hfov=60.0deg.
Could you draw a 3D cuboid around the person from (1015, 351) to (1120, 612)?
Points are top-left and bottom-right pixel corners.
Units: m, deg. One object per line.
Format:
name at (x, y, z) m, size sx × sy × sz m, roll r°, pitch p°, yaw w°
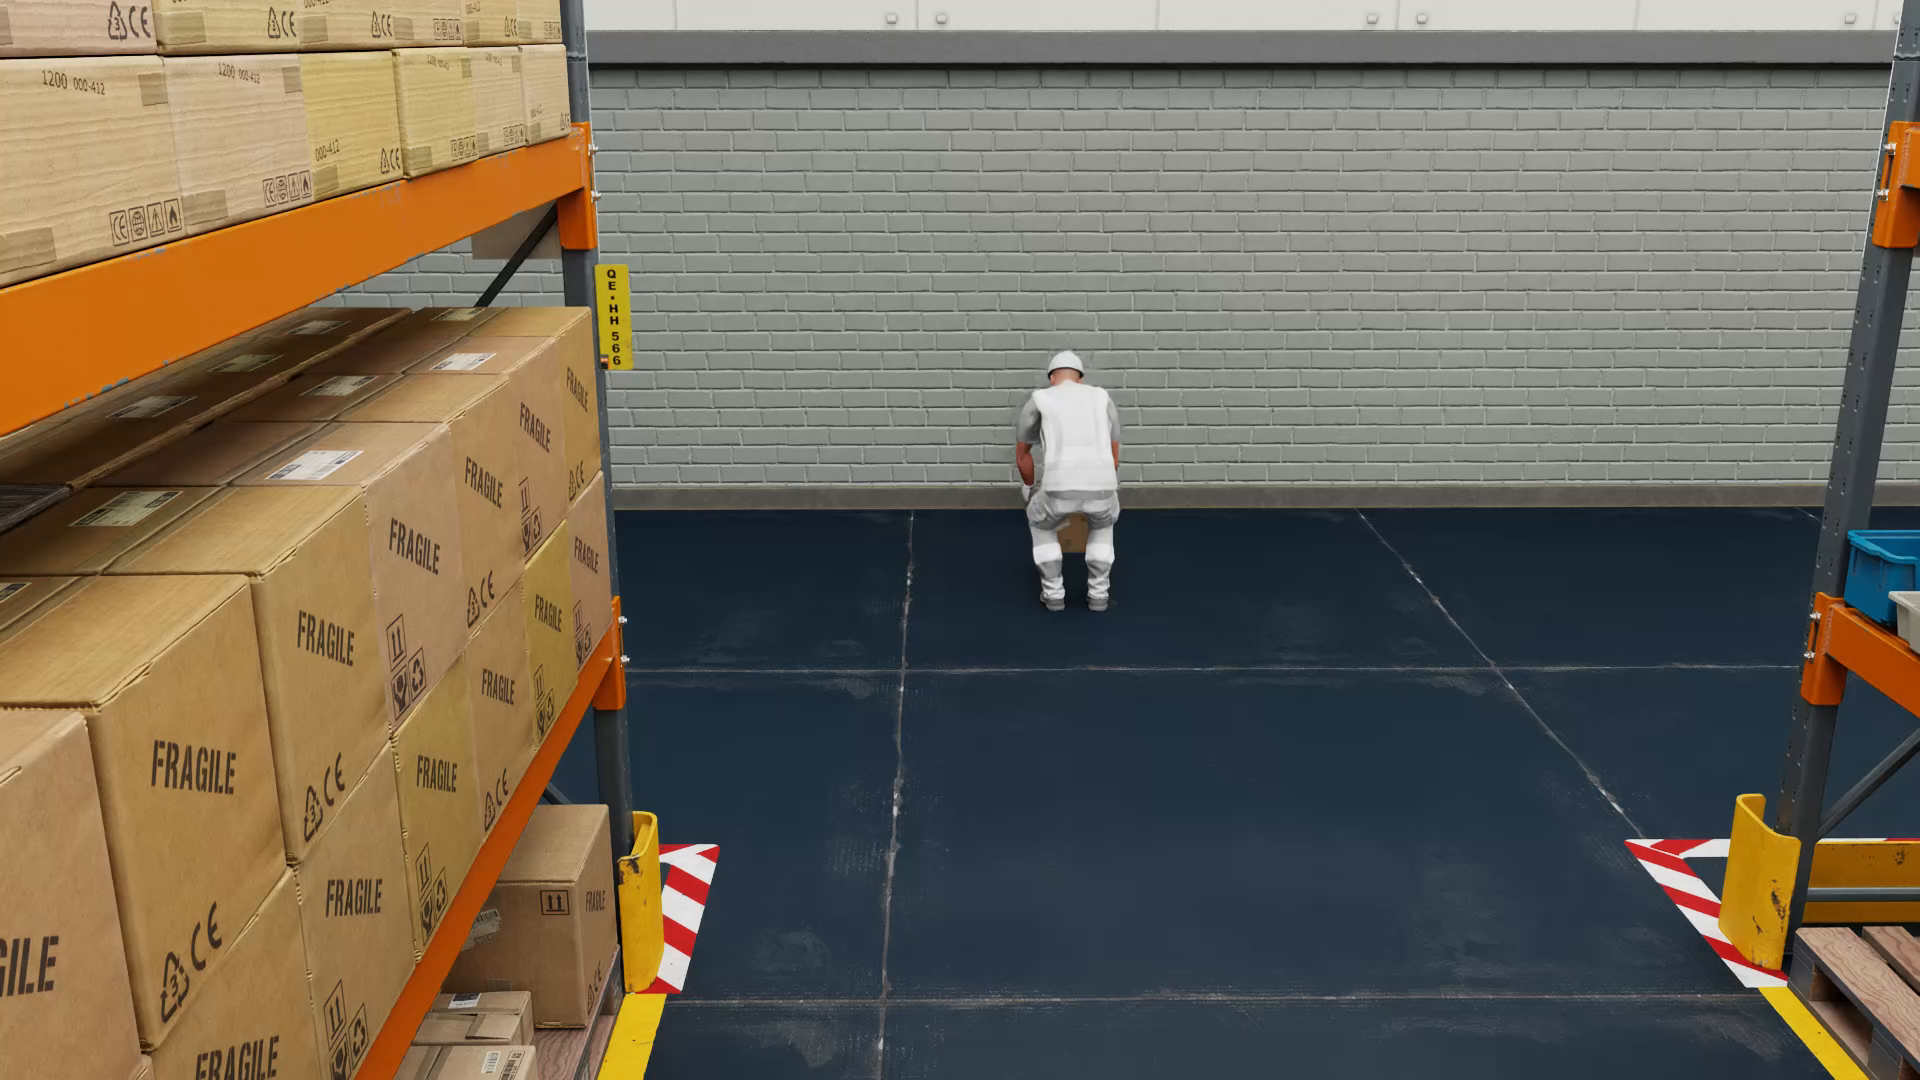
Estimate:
person at (0.600, -0.318, 9.242) m, size 0.584 × 1.384 × 0.780 m, roll 0°, pitch 17°, yaw -1°
